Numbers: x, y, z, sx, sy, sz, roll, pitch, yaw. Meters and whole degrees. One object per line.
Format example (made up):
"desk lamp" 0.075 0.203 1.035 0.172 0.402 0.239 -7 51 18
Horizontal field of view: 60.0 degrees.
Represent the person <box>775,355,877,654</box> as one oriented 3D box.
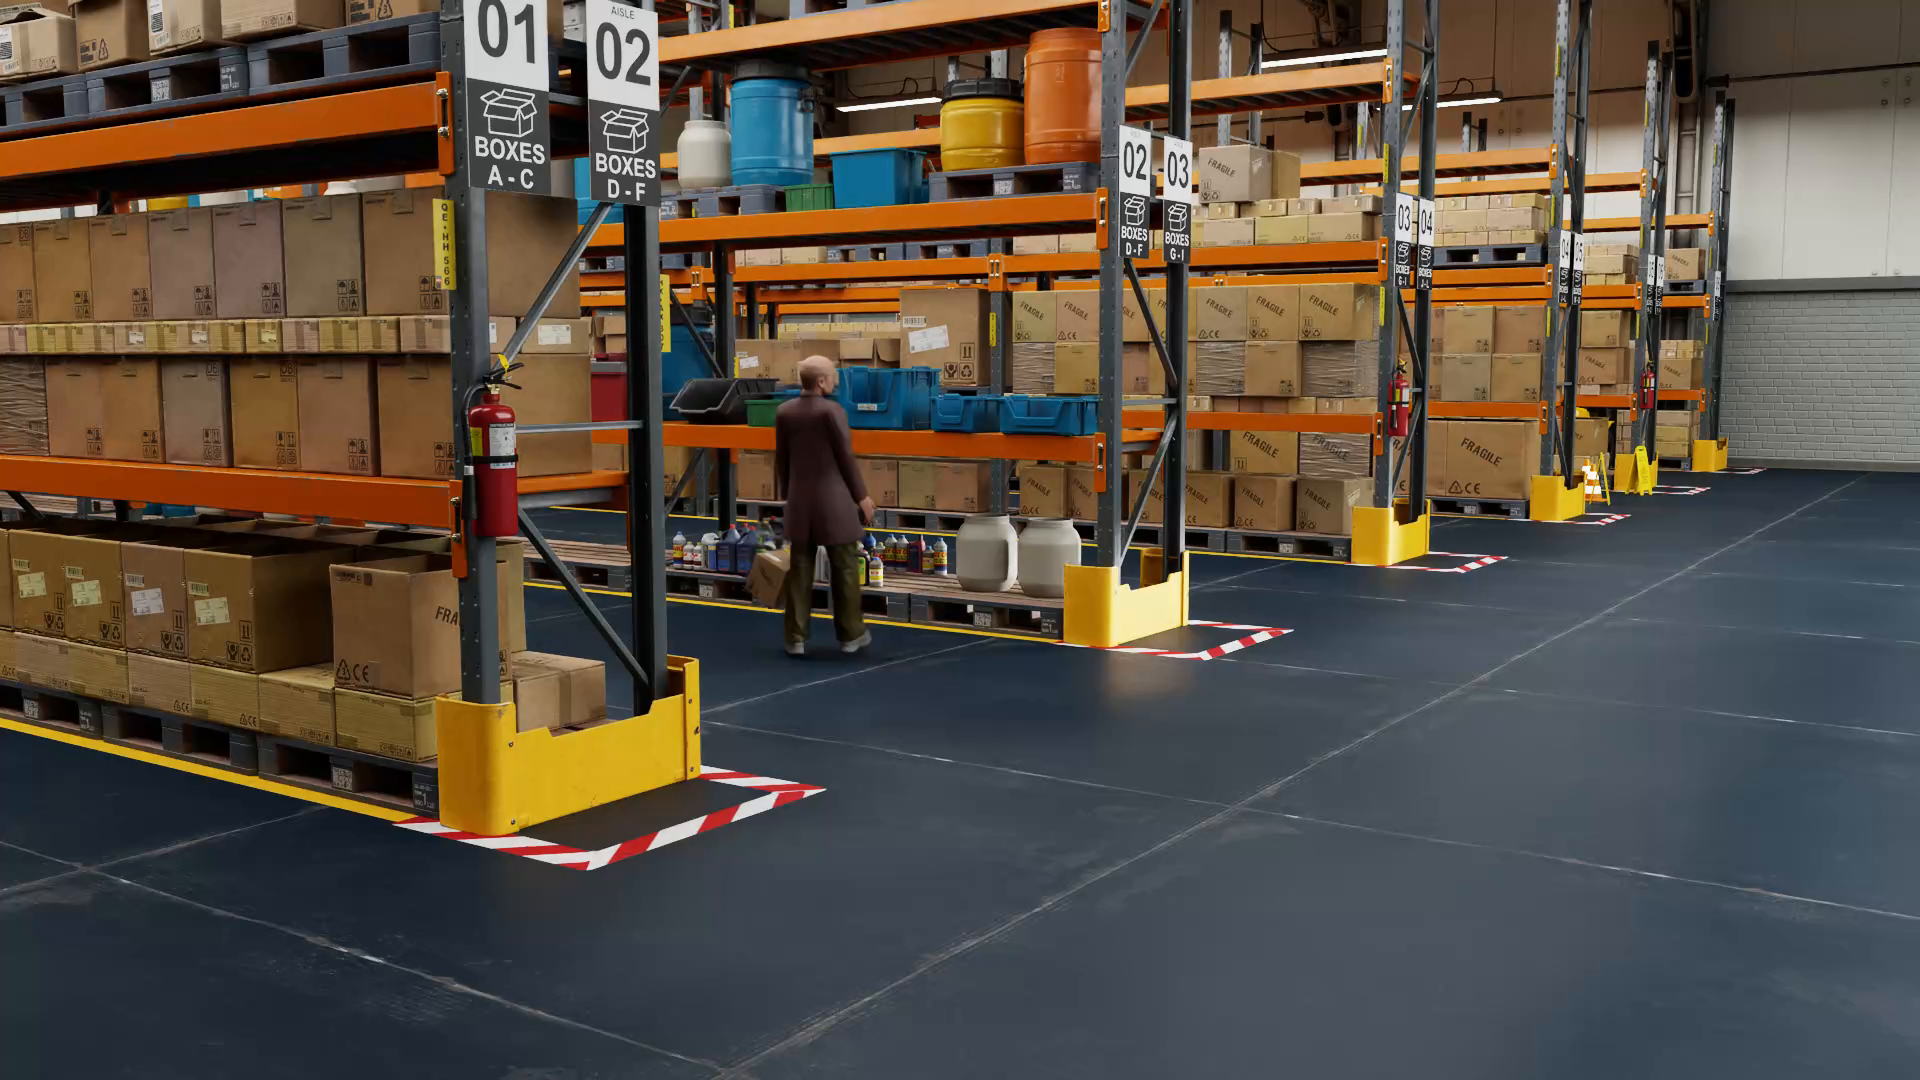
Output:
"person" -0.796 -0.213 10.004 0.609 1.785 0.586 4 7 32
